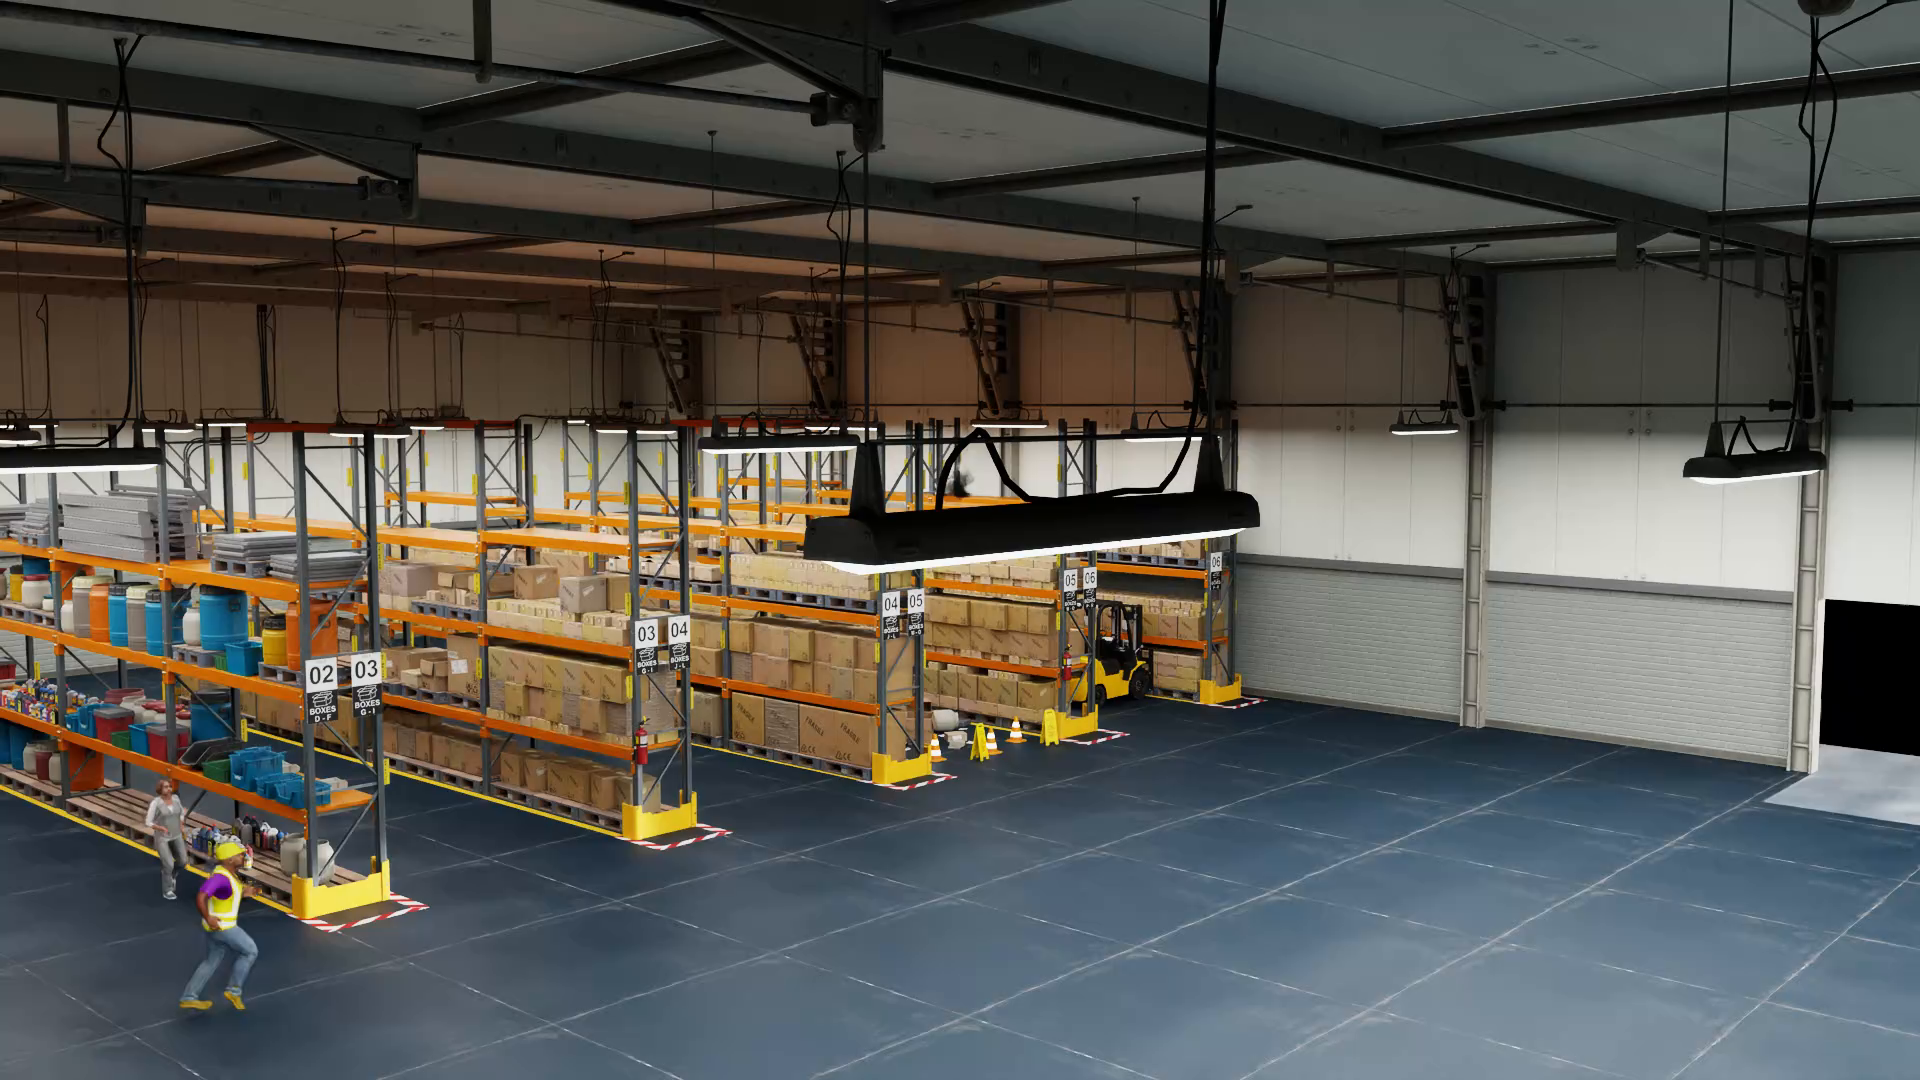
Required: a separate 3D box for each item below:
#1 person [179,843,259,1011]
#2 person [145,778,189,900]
[{"bbox_3d":[-7.716,4.057,17.326,0.818,1.804,0.653,-3,6,-33],"label":"person"},{"bbox_3d":[-10.087,3.817,21.218,0.549,1.554,0.529,4,6,40],"label":"person"}]
